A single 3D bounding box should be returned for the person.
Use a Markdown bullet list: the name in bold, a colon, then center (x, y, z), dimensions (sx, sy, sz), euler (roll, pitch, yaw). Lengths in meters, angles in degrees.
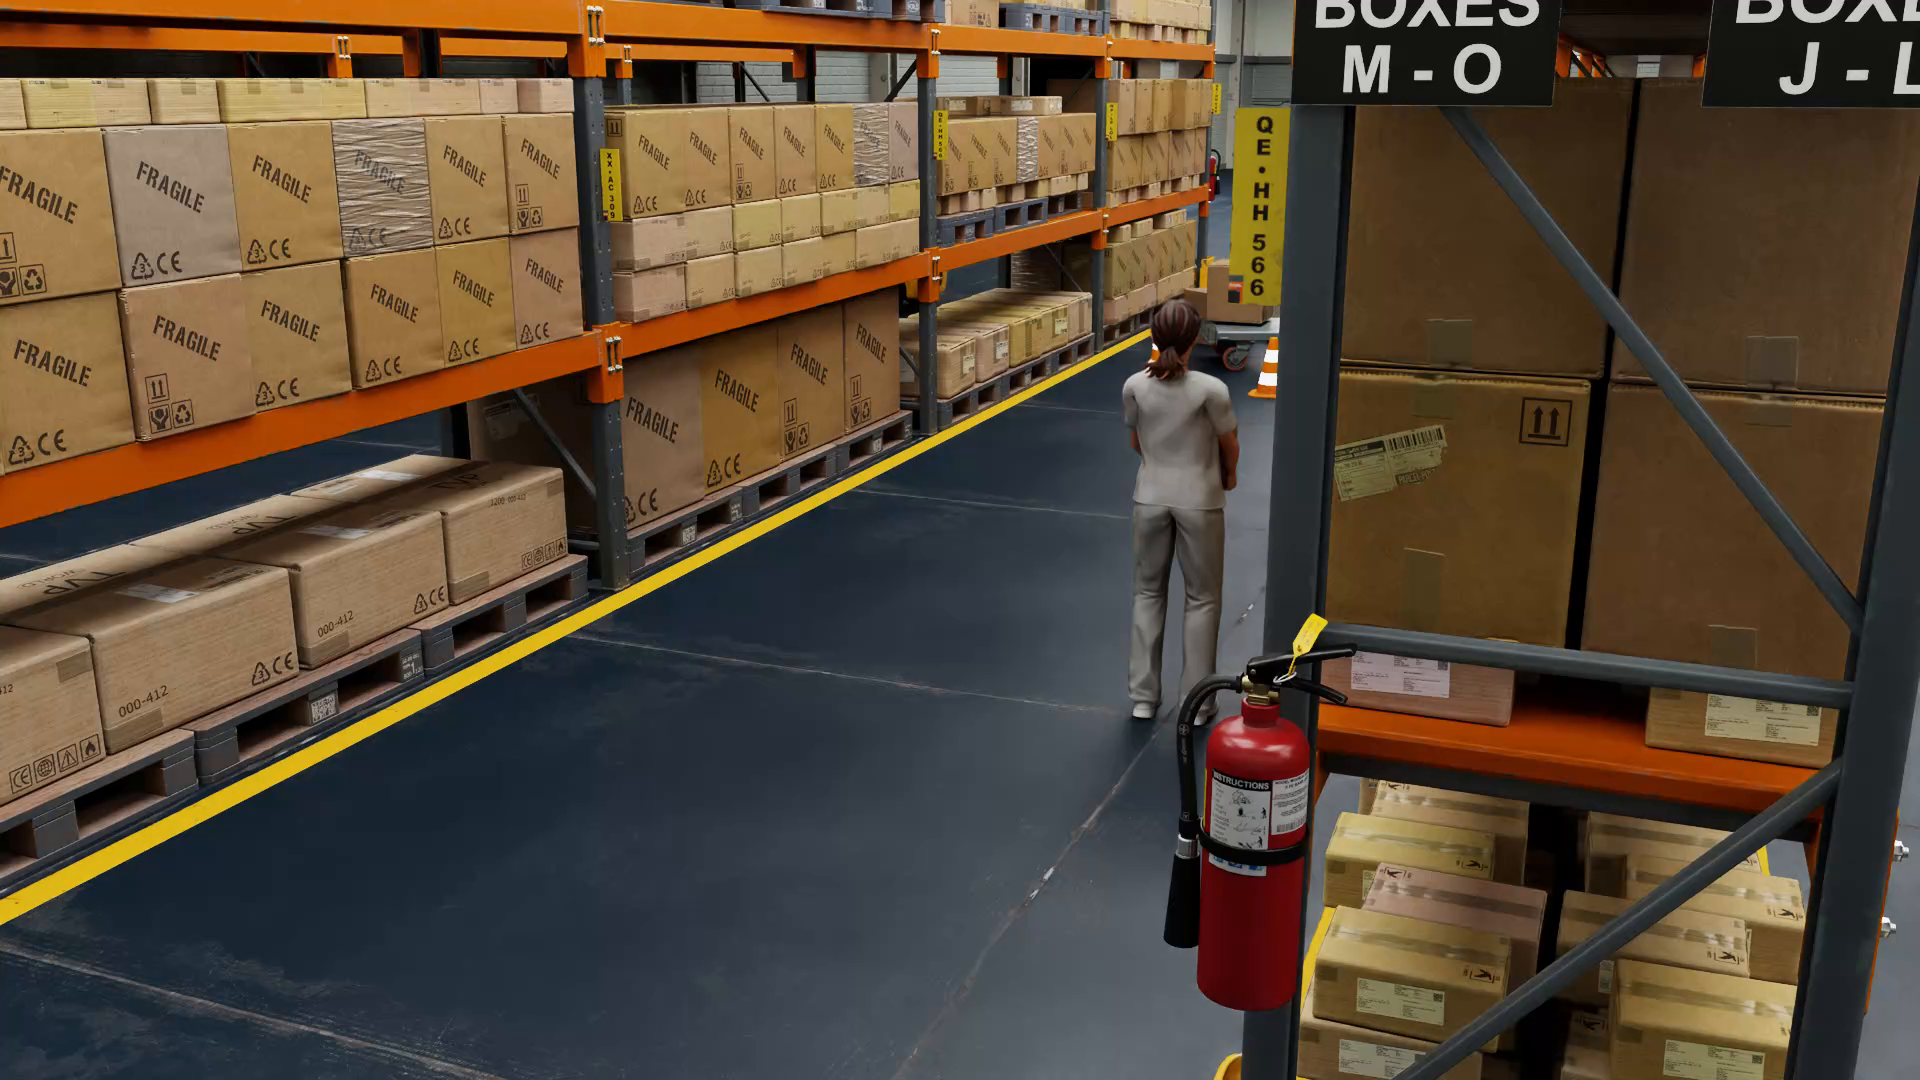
- **person**: center (0.864, -0.121, 6.487), dimensions (0.436, 1.662, 0.554), euler (6, 17, 22)
